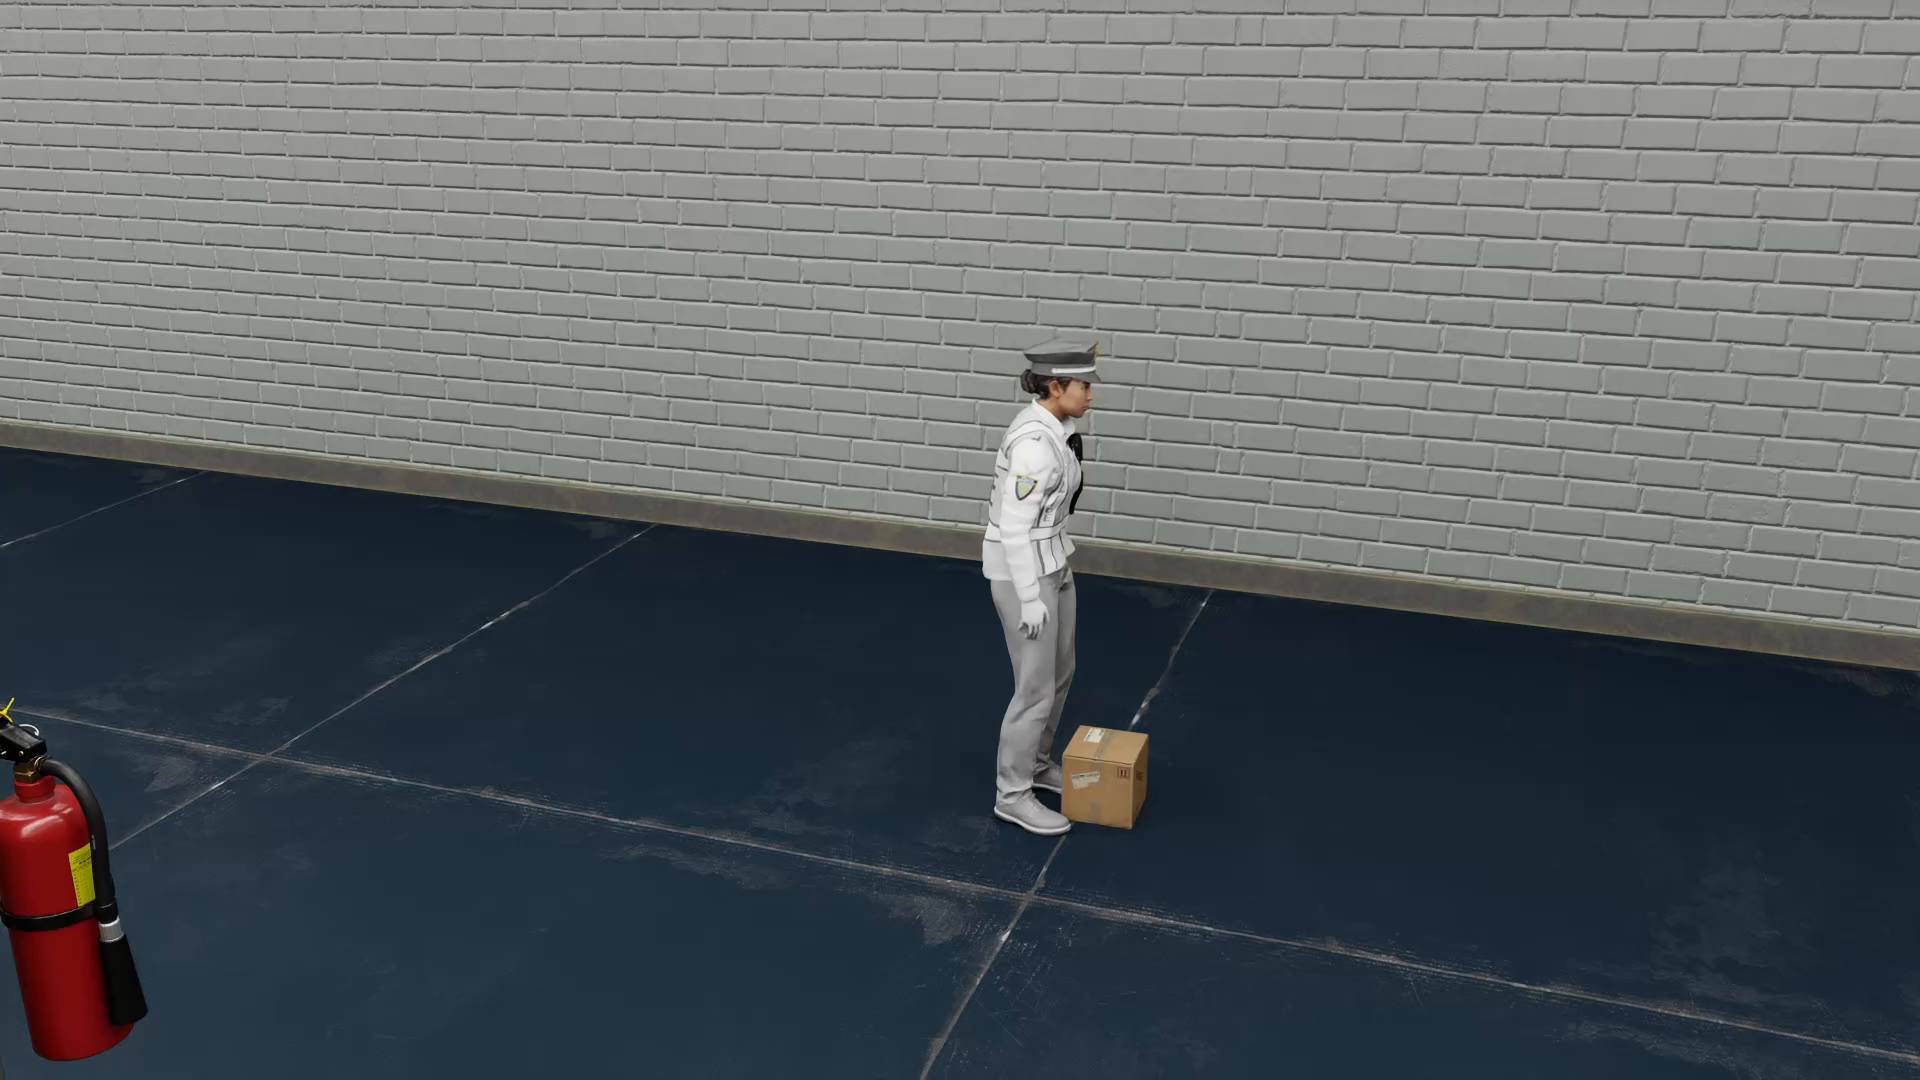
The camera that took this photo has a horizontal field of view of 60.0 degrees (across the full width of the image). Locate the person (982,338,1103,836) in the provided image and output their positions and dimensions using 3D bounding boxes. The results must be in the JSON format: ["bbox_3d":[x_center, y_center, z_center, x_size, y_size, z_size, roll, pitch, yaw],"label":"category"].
[{"bbox_3d":[0.276,0.136,5.660,0.375,1.661,0.529,6,20,16],"label":"person"}]
